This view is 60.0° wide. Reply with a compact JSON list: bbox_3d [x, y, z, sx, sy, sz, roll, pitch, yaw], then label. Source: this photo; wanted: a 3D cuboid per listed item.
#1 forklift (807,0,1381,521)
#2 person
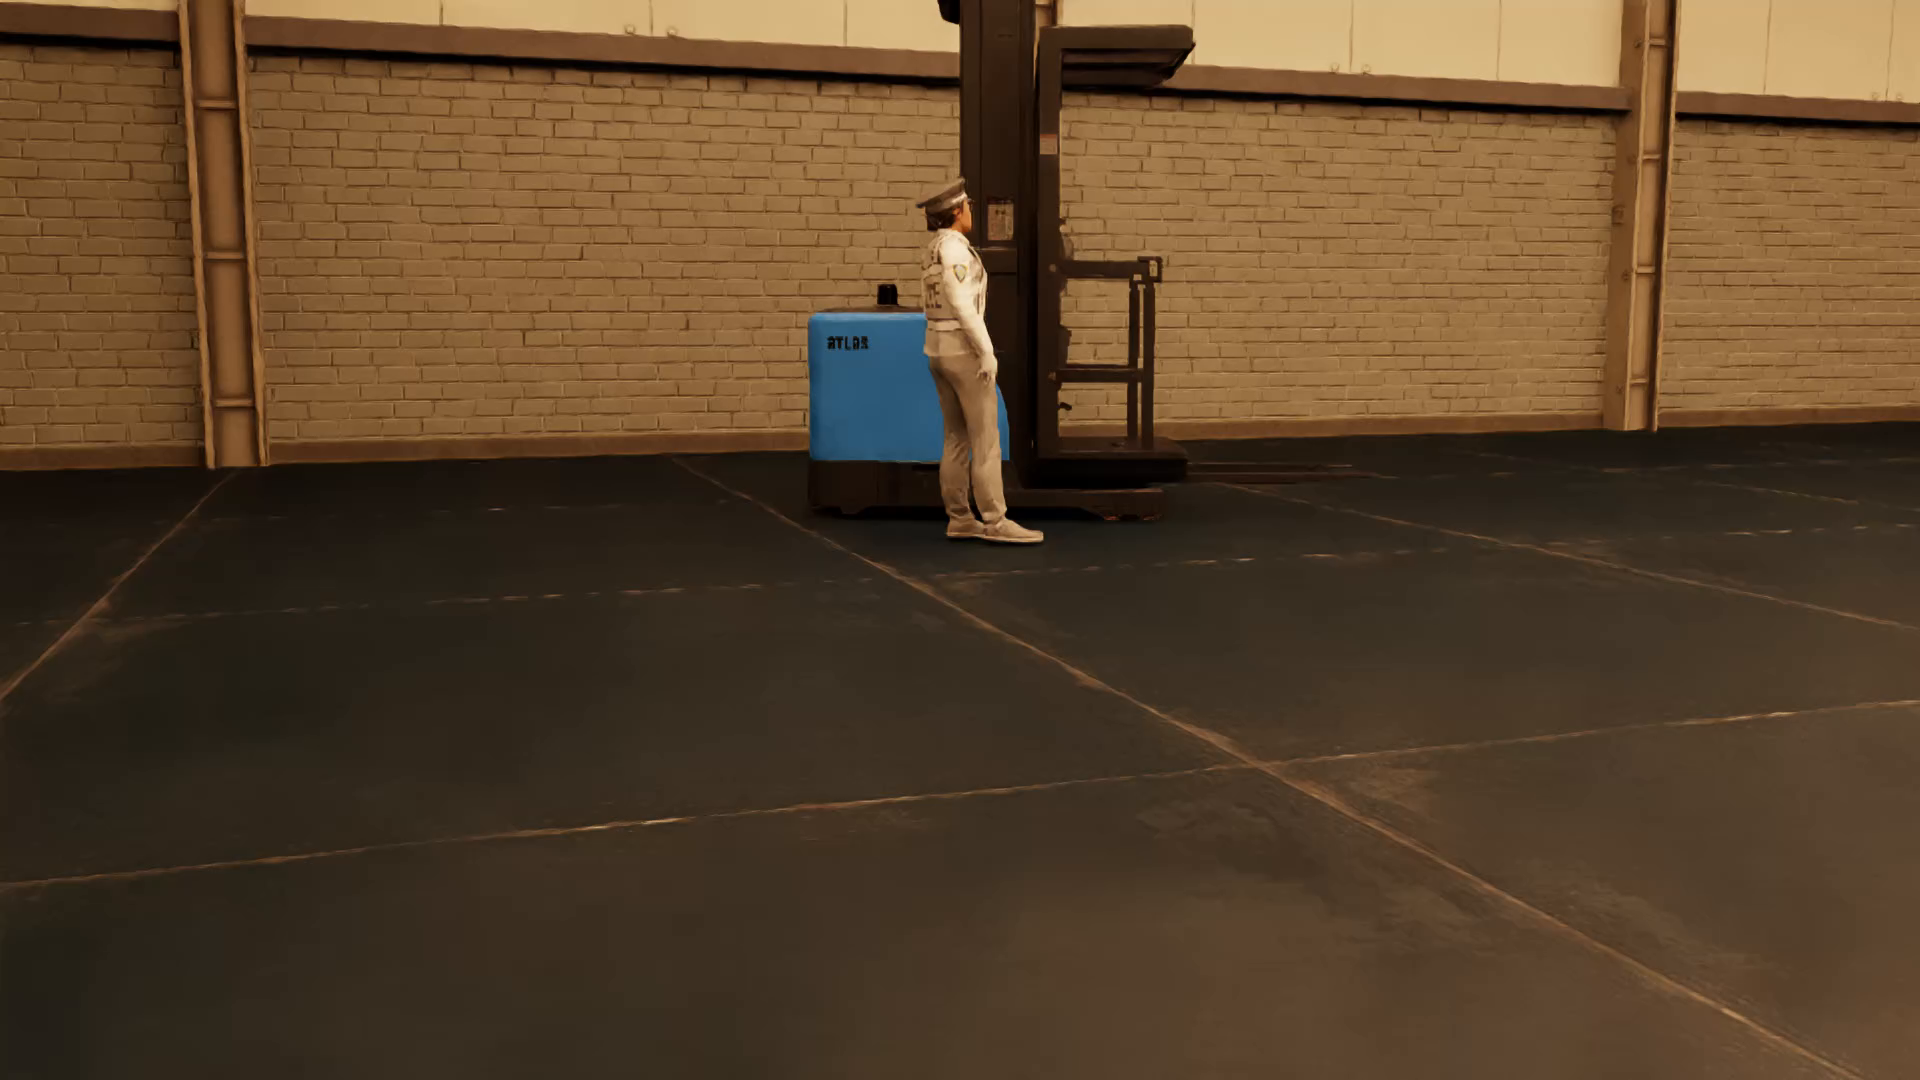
[{"bbox_3d":[0.720,-1.624,8.988,3.031,2.935,1.130,0,8,1],"label":"forklift"},{"bbox_3d":[0.066,-0.849,7.823,0.532,1.695,0.586,-3,8,-18],"label":"person"}]
